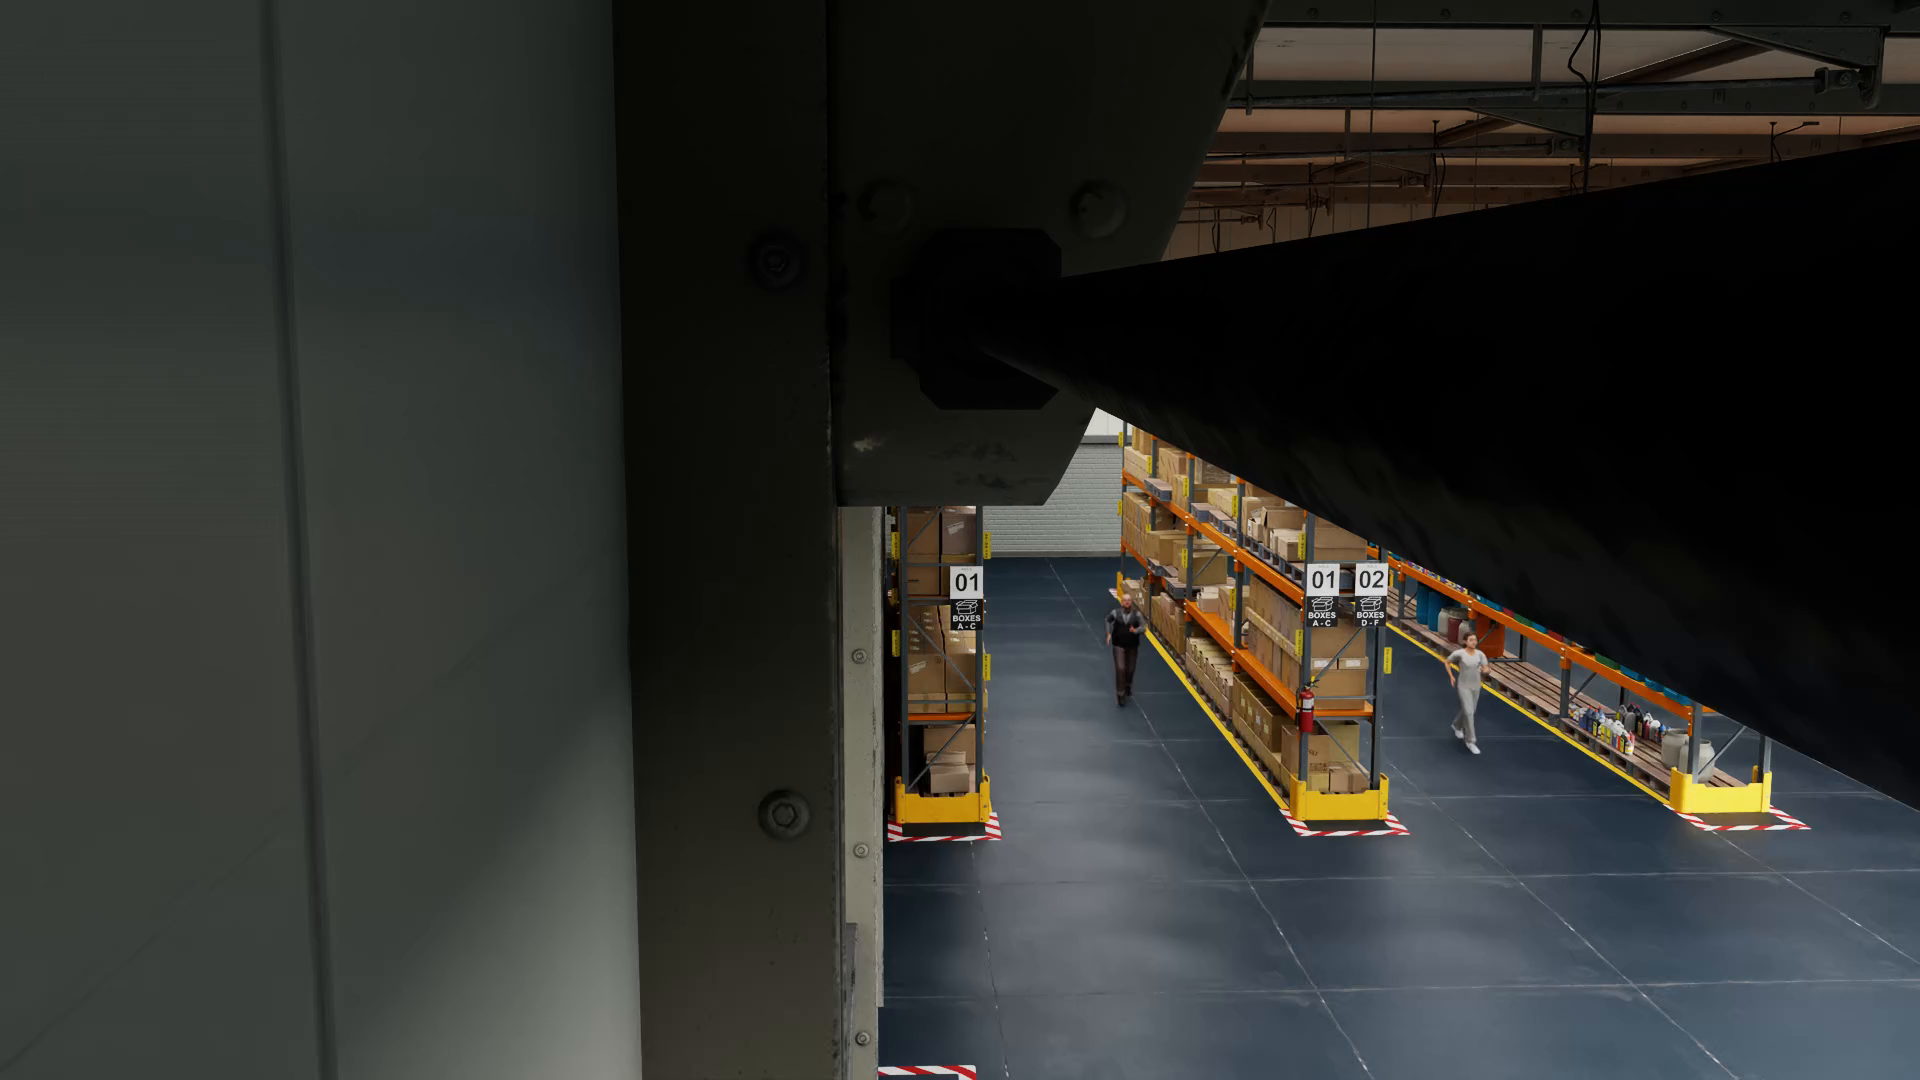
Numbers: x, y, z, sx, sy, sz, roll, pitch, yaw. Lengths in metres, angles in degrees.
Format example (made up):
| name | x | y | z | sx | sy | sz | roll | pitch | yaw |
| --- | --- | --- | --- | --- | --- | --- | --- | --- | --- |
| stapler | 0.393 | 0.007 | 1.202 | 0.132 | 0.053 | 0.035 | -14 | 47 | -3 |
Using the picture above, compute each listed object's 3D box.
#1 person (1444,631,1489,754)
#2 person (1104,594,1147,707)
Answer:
| name | x | y | z | sx | sy | sz | roll | pitch | yaw |
| --- | --- | --- | --- | --- | --- | --- | --- | --- | --- |
| person | 7.289 | 2.138 | 23.852 | 0.558 | 1.678 | 0.940 | -2 | 8 | -13 |
| person | 2.653 | 1.722 | 26.611 | 0.644 | 1.734 | 0.904 | 0 | 8 | -1 |
